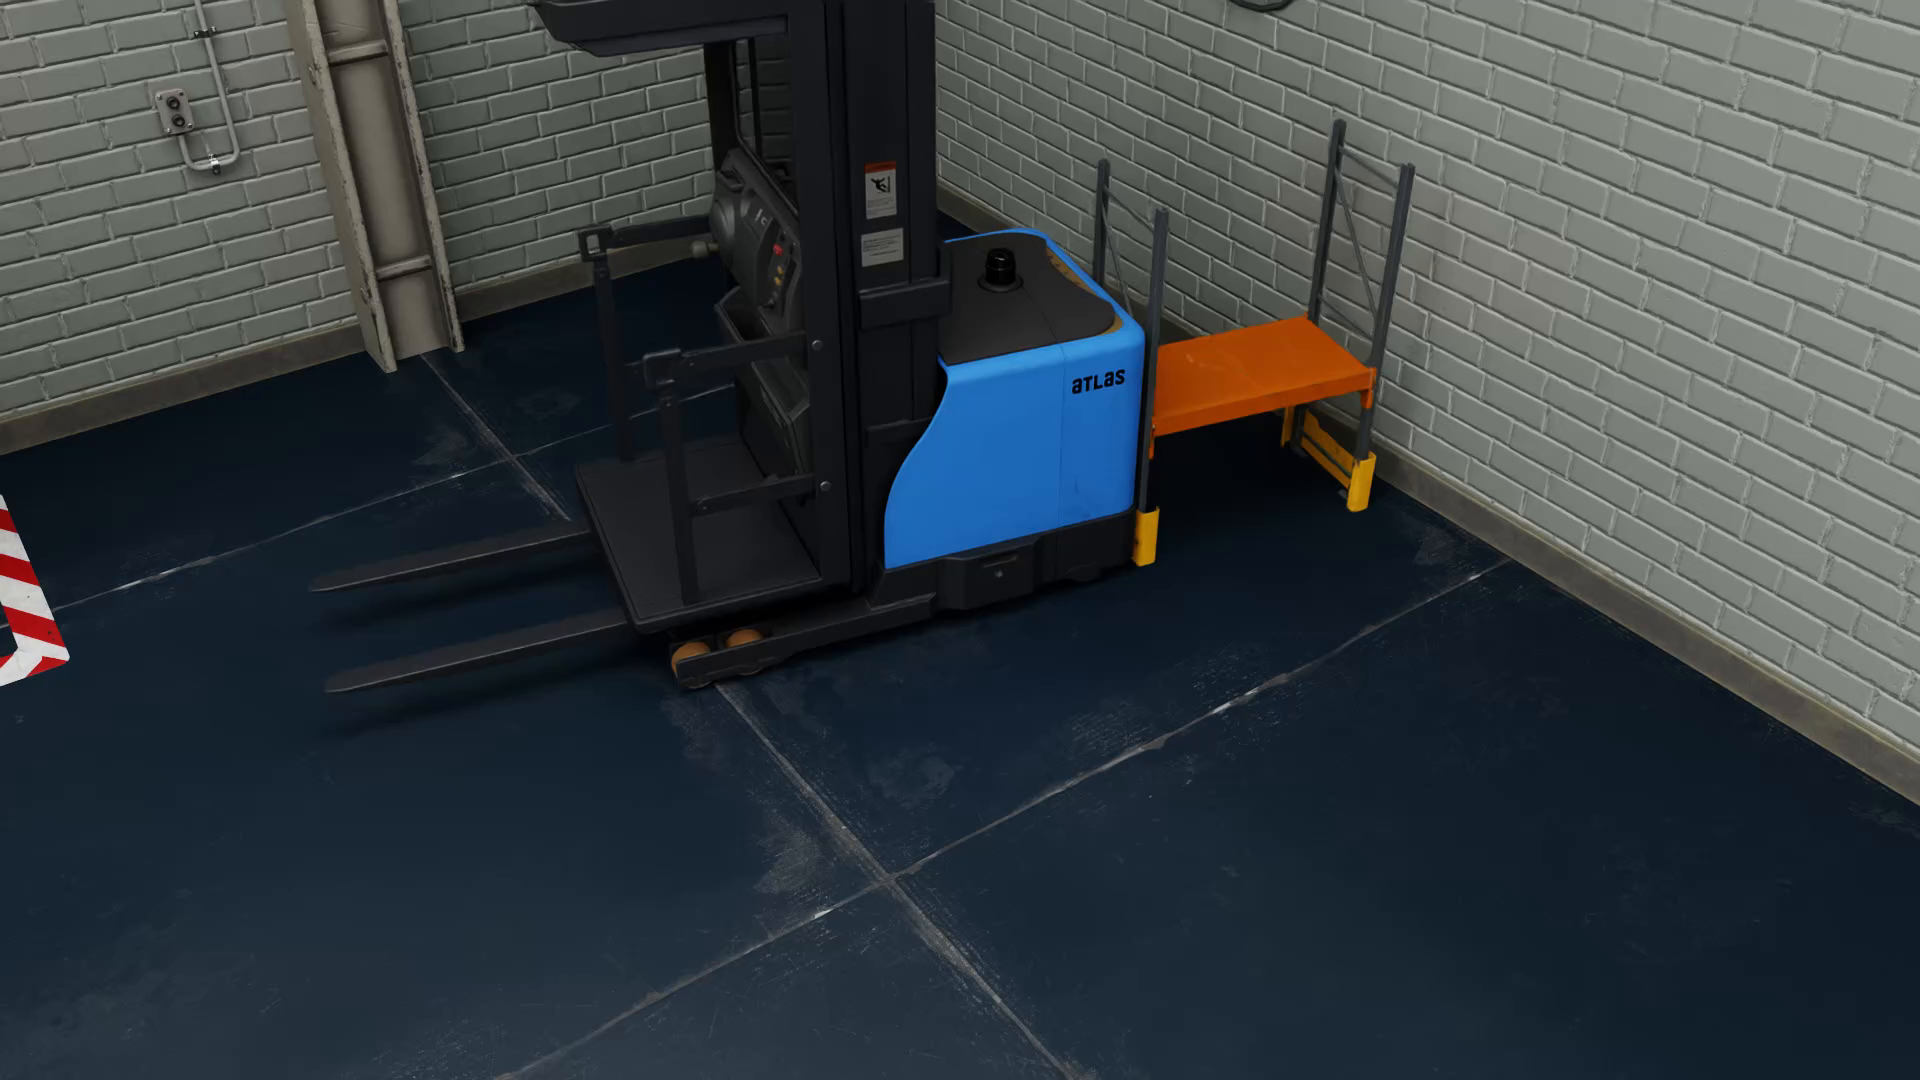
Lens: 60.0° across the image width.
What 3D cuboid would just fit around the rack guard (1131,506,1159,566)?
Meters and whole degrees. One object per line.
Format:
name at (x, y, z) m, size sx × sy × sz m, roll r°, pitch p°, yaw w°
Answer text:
rack guard at (0.636, -0.162, 6.761) m, size 0.087 × 0.250 × 0.587 m, roll -13°, pitch 38°, yaw -18°

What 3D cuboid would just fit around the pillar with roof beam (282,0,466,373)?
pillar with roof beam at (-0.153, -2.525, 2.553) m, size 0.400 × 9.000 × 9.100 m, roll -22°, pitch 41°, yaw -28°

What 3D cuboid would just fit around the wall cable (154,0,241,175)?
wall cable at (-3.840, -2.117, 6.255) m, size 1.851 × 1.984 × 0.084 m, roll -22°, pitch 41°, yaw -28°

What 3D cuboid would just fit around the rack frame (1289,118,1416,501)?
rack frame at (1.559, -0.890, 6.703) m, size 0.032 × 1.500 × 0.500 m, roll -13°, pitch 38°, yaw -18°

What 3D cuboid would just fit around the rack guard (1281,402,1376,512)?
rack guard at (1.558, -0.382, 7.068) m, size 0.087 × 0.250 × 0.587 m, roll -13°, pitch 38°, yaw -18°

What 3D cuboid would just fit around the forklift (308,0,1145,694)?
forklift at (-0.883, -1.005, 5.638) m, size 3.031 × 2.935 × 1.130 m, roll -13°, pitch 38°, yaw -18°

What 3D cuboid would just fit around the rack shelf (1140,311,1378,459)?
rack shelf at (1.088, -0.632, 6.652) m, size 1.000 × 0.185 × 0.538 m, roll -13°, pitch 38°, yaw -18°

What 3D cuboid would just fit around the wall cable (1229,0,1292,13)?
wall cable at (0.487, -3.730, 6.888) m, size 0.112 × 2.526 × 3.097 m, roll -22°, pitch 41°, yaw -28°

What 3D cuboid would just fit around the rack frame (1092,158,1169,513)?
rack frame at (0.618, -0.665, 6.390) m, size 0.032 × 1.500 × 0.500 m, roll -13°, pitch 38°, yaw -18°

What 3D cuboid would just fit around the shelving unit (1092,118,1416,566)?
shelving unit at (1.097, -0.780, 6.550) m, size 1.083 × 1.500 × 0.587 m, roll -13°, pitch 38°, yaw -18°
